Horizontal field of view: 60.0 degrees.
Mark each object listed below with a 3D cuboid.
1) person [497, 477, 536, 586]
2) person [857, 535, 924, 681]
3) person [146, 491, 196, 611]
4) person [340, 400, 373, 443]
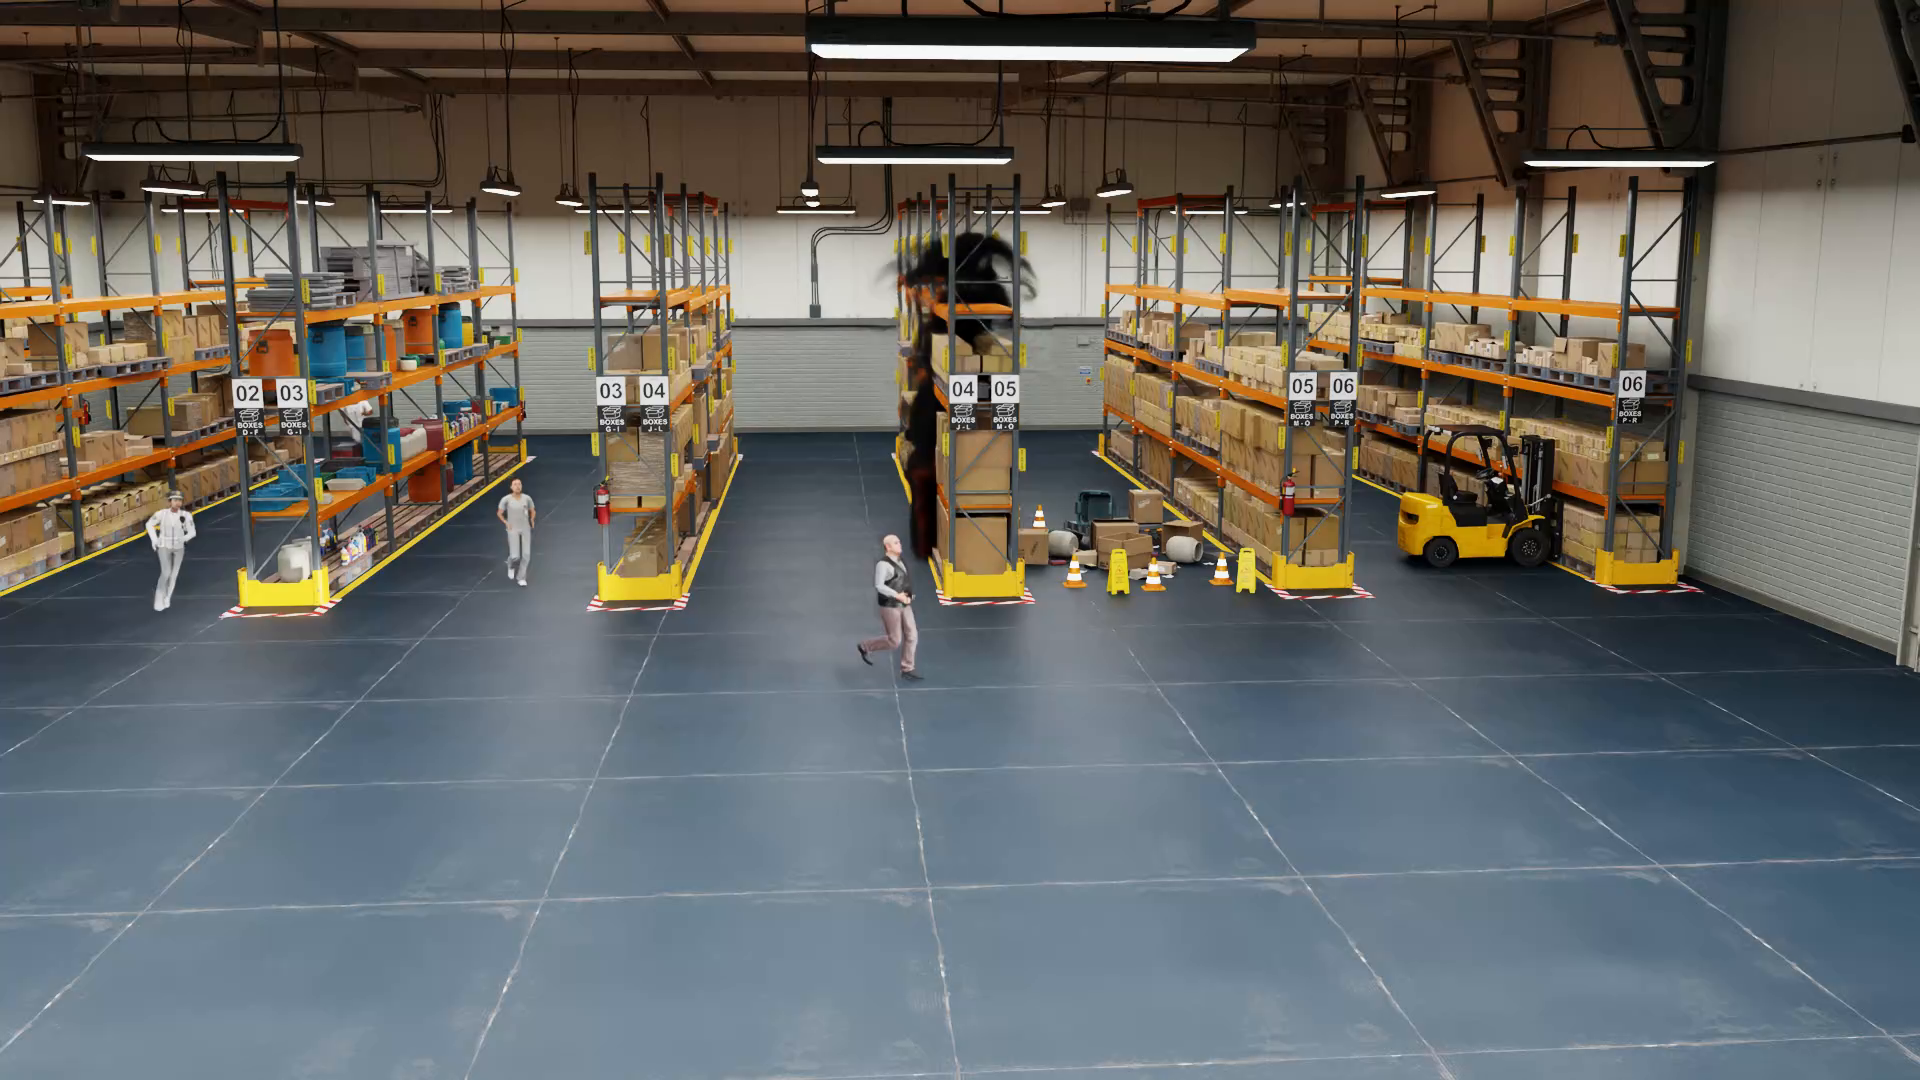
[{"bbox_3d":[-6.576,-0.135,24.784,0.561,1.619,0.588,-5,11,-27],"label":"person"},{"bbox_3d":[-0.797,0.780,19.439,0.831,1.707,0.670,5,11,26],"label":"person"},{"bbox_3d":[-10.983,0.137,23.210,0.614,1.667,0.610,-7,12,-34],"label":"person"},{"bbox_3d":[-13.891,-2.617,38.337,0.724,1.757,0.960,-4,11,-22],"label":"person"}]
